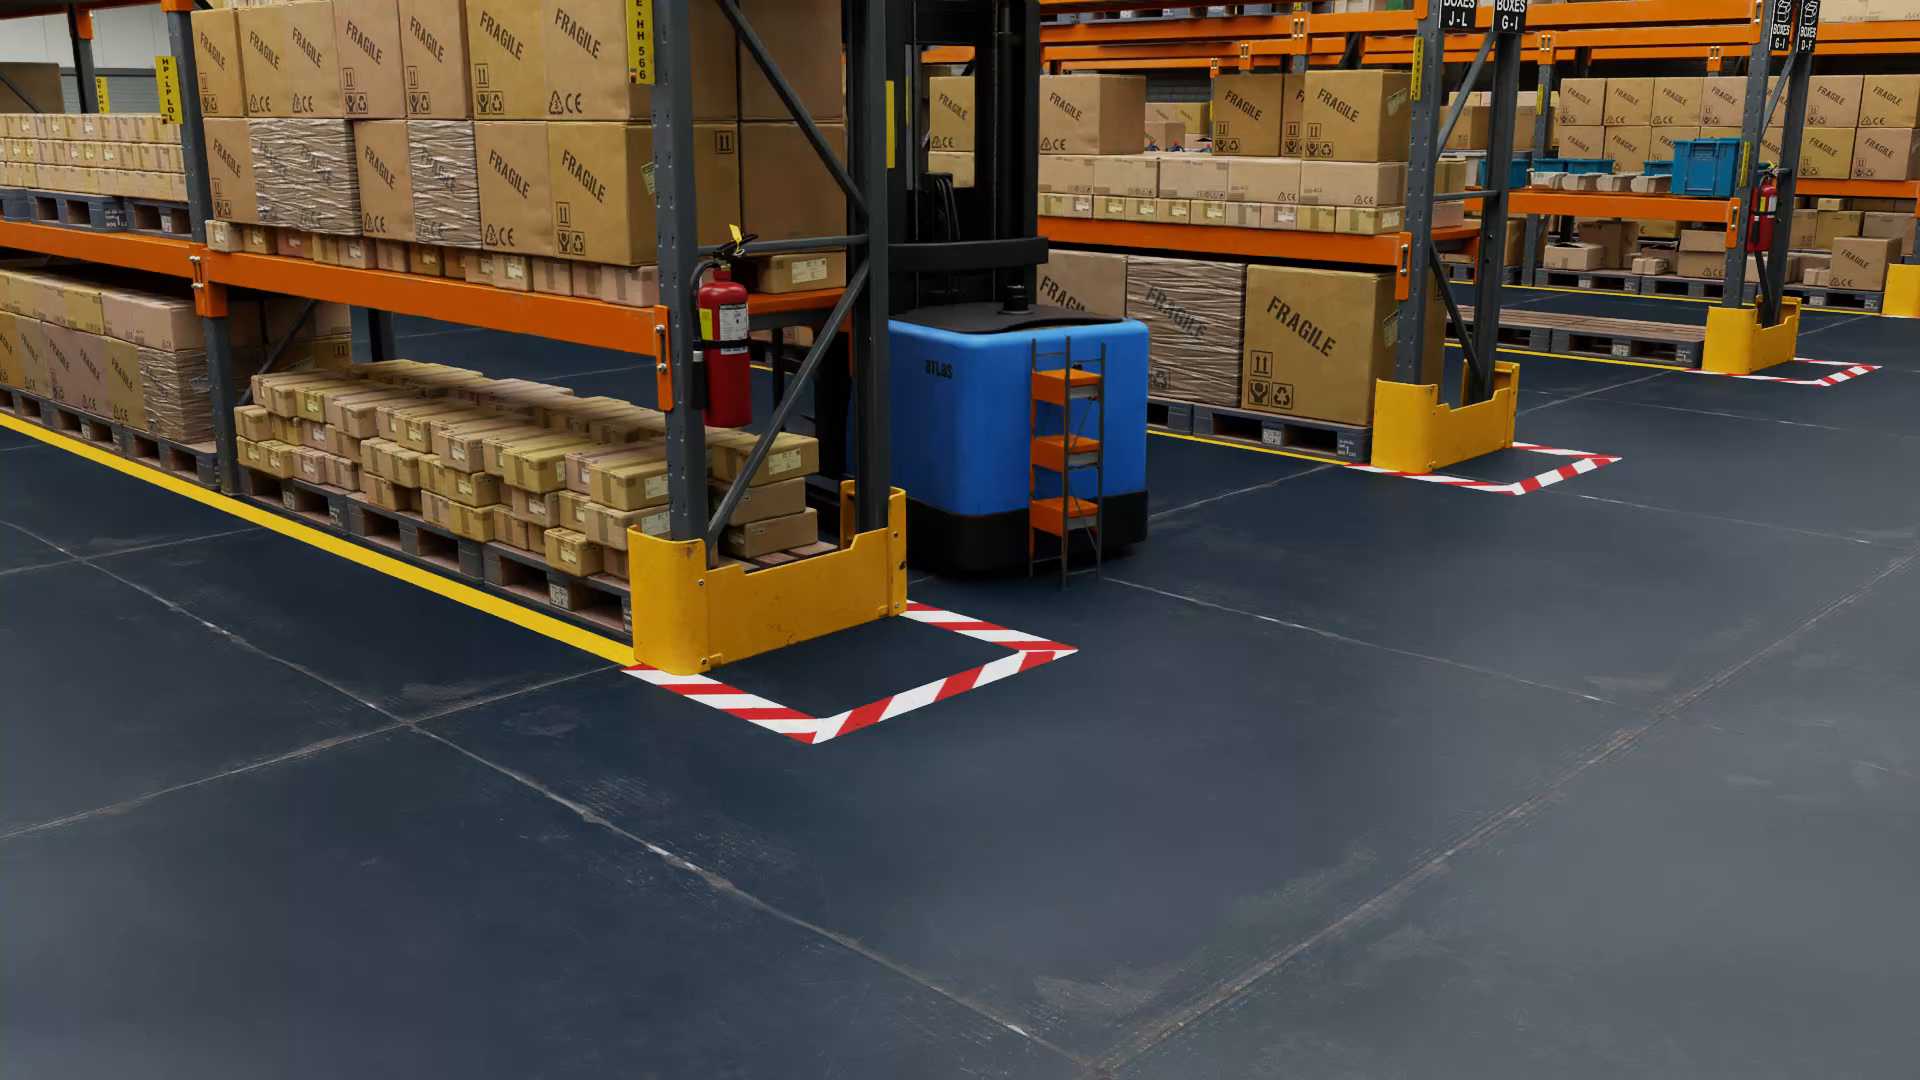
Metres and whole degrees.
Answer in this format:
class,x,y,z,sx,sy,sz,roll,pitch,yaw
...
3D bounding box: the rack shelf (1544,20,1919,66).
class,x,y,z,sx,sy,sz,roll,pitch,yaw
rack shelf,8.288,-5.207,17.446,4.000,0.370,1.077,14,20,42

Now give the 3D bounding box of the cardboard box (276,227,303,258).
class,x,y,z,sx,sy,sz,roll,pitch,yaw
cardboard box,-3.103,-1.474,8.140,0.250,0.149,0.380,13,19,40

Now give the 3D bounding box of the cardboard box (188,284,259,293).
class,x,y,z,sx,sy,sz,roll,pitch,yaw
cardboard box,-4.279,-1.400,9.995,0.500,0.250,0.500,-14,20,-43

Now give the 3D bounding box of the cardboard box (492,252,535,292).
class,x,y,z,sx,sy,sz,roll,pitch,yaw
cardboard box,-1.641,-1.090,6.664,0.380,0.149,0.250,-14,20,-43

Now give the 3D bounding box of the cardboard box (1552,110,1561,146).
class,x,y,z,sx,sy,sz,roll,pitch,yaw
cardboard box,8.684,-5.854,23.623,0.500,0.500,0.500,-14,20,-43

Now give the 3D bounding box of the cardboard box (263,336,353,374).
class,x,y,z,sx,sy,sz,roll,pitch,yaw
cardboard box,-3.894,-0.945,9.734,0.500,0.500,0.500,-14,20,-42

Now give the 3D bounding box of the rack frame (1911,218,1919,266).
class,x,y,z,sx,sy,sz,roll,pitch,yaw
rack frame,9.728,-3.754,16.390,0.127,3.000,1.000,14,20,42

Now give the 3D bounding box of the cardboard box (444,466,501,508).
class,x,y,z,sx,sy,sz,roll,pitch,yaw
cardboard box,-2.001,-0.261,7.215,0.250,0.149,0.380,14,20,43

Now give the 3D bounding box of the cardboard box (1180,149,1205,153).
class,x,y,z,sx,sy,sz,roll,pitch,yaw
cardboard box,3.130,-5.140,22.207,0.250,0.149,0.380,14,20,42

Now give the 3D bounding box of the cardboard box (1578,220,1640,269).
class,x,y,z,sx,sy,sz,roll,pitch,yaw
cardboard box,7.455,-3.409,19.151,0.500,0.500,0.500,14,20,42

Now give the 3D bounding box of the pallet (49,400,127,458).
class,x,y,z,sx,sy,sz,roll,pitch,yaw
pallet,-4.990,-0.774,10.484,1.213,0.211,1.003,14,20,42

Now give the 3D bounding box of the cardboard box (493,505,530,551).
class,x,y,z,sx,sy,sz,roll,pitch,yaw
cardboard box,-1.763,-0.081,7.115,0.250,0.149,0.380,14,20,43

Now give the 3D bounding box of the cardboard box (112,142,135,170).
class,x,y,z,sx,sy,sz,roll,pitch,yaw
cardboard box,-4.536,-2.170,9.387,0.250,0.149,0.380,13,19,40

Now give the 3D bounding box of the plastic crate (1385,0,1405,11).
class,x,y,z,sx,sy,sz,roll,pitch,yaw
plastic crate,3.922,-4.885,15.203,0.662,0.188,0.450,14,20,42

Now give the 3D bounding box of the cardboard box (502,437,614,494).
class,x,y,z,sx,sy,sz,roll,pitch,yaw
cardboard box,-1.639,-0.309,6.809,0.250,0.149,0.380,13,20,41

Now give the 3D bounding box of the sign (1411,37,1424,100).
class,x,y,z,sx,sy,sz,roll,pitch,yaw
sign,2.463,-2.535,8.947,0.005,0.325,0.100,14,20,42

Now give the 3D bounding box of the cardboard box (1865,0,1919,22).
class,x,y,z,sx,sy,sz,roll,pitch,yaw
cardboard box,9.175,-5.175,16.192,0.500,0.250,0.500,14,20,42

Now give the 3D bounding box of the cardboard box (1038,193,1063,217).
class,x,y,z,sx,sy,sz,roll,pitch,yaw
cardboard box,0.706,-2.240,11.079,0.250,0.149,0.380,13,20,41

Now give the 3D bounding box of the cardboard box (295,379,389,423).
class,x,y,z,sx,sy,sz,roll,pitch,yaw
cardboard box,-3.068,-0.693,8.285,0.250,0.149,0.380,13,20,41

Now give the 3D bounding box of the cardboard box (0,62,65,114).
class,x,y,z,sx,sy,sz,roll,pitch,yaw
cardboard box,-6.742,-3.086,11.647,0.500,0.500,0.700,14,20,42

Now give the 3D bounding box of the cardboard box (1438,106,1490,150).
class,x,y,z,sx,sy,sz,roll,pitch,yaw
cardboard box,6.124,-4.938,19.903,0.700,0.500,0.500,-11,18,-35

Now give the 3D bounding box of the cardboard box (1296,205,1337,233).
class,x,y,z,sx,sy,sz,roll,pitch,yaw
cardboard box,2.176,-1.883,9.706,0.250,0.149,0.380,14,20,43

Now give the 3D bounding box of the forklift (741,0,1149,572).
class,x,y,z,sx,sy,sz,roll,pitch,yaw
forklift,-0.359,-1.600,8.259,1.130,2.935,3.031,-9,17,-32

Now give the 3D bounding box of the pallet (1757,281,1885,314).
class,x,y,z,sx,sy,sz,roll,pitch,yaw
pallet,9.099,-2.557,17.327,1.213,0.211,1.003,14,20,42

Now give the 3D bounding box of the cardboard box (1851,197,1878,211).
class,x,y,z,sx,sy,sz,roll,pitch,yaw
cardboard box,11.723,-4.346,21.500,0.250,0.149,0.380,13,20,41

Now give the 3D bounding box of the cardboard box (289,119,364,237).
class,x,y,z,sx,sy,sz,roll,pitch,yaw
cardboard box,-2.665,-1.654,7.542,0.500,0.500,0.500,13,20,41

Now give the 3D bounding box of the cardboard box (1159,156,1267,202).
class,x,y,z,sx,sy,sz,roll,pitch,yaw
cardboard box,1.585,-2.242,10.296,0.500,0.250,0.500,13,19,40

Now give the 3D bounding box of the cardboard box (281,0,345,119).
class,x,y,z,sx,sy,sz,roll,pitch,yaw
cardboard box,-2.665,-2.145,7.444,0.500,0.500,0.500,14,20,43

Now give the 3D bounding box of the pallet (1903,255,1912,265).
class,x,y,z,sx,sy,sz,roll,pitch,yaw
pallet,12.534,-3.430,20.677,1.213,0.211,1.003,14,20,42

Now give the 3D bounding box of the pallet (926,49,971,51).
class,x,y,z,sx,sy,sz,roll,pitch,yaw
pallet,-0.417,-7.621,25.457,1.213,0.211,1.003,14,20,42

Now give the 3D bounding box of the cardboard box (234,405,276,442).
class,x,y,z,sx,sy,sz,roll,pitch,yaw
cardboard box,-3.507,-0.620,8.593,0.380,0.149,0.250,-13,20,-42

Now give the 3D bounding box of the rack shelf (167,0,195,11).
class,x,y,z,sx,sy,sz,roll,pitch,yaw
rack shelf,-2.106,-2.527,7.160,4.000,0.370,1.077,14,20,42

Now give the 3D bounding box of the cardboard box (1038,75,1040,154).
class,x,y,z,sx,sy,sz,roll,pitch,yaw
cardboard box,0.486,-2.873,11.229,0.500,0.500,0.500,14,20,42

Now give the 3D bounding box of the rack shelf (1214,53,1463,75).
class,x,y,z,sx,sy,sz,roll,pitch,yaw
rack shelf,5.965,-7.507,26.272,4.000,0.370,1.077,14,20,42

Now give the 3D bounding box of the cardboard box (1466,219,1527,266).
class,x,y,z,sx,sy,sz,roll,pitch,yaw
cardboard box,6.294,-3.491,19.468,0.500,0.500,0.500,14,20,42

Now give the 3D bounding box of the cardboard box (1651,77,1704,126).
class,x,y,z,sx,sy,sz,roll,pitch,yaw
cardboard box,7.734,-4.672,17.734,0.500,0.500,0.500,13,19,41

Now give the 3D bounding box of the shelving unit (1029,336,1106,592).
class,x,y,z,sx,sy,sz,roll,pitch,yaw
shelving unit,0.455,-0.328,7.110,0.215,1.050,0.252,-9,17,-32

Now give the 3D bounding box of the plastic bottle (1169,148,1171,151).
class,x,y,z,sx,sy,sz,roll,pitch,yaw
plastic bottle,2.167,-3.950,17.374,0.133,0.283,0.061,14,20,42

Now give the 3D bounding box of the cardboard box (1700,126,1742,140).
class,x,y,z,sx,sy,sz,roll,pitch,yaw
cardboard box,8.123,-4.098,17.512,0.500,0.500,0.500,13,20,41

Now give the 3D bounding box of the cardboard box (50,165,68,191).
class,x,y,z,sx,sy,sz,roll,pitch,yaw
cardboard box,-5.287,-2.209,10.126,0.250,0.149,0.380,14,20,43

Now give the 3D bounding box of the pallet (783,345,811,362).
class,x,y,z,sx,sy,sz,roll,pitch,yaw
pallet,-0.638,-1.428,12.995,1.213,0.211,1.003,14,20,42

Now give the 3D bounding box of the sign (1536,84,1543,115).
class,x,y,z,sx,sy,sz,roll,pitch,yaw
sign,6.466,-4.913,18.542,0.005,0.325,0.100,14,20,42

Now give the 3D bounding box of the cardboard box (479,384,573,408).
class,x,y,z,sx,sy,sz,roll,pitch,yaw
cardboard box,-2.119,-0.655,8.140,0.250,0.149,0.380,13,19,40

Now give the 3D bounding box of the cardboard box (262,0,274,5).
class,x,y,z,sx,sy,sz,roll,pitch,yaw
cardboard box,-7.506,-5.969,18.450,0.250,0.149,0.380,13,20,42

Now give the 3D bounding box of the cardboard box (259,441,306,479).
class,x,y,z,sx,sy,sz,roll,pitch,yaw
cardboard box,-3.315,-0.429,8.450,0.380,0.149,0.250,-14,20,-43

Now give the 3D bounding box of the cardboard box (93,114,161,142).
class,x,y,z,sx,sy,sz,roll,pitch,yaw
cardboard box,-4.713,-2.360,9.527,0.250,0.149,0.380,13,19,40

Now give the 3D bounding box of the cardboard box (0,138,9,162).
class,x,y,z,sx,sy,sz,roll,pitch,yaw
cardboard box,-6.020,-2.531,10.773,0.380,0.149,0.250,-13,20,-42

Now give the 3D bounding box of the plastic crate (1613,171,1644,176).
class,x,y,z,sx,sy,sz,roll,pitch,yaw
plastic crate,5.676,-3.050,14.091,0.298,0.136,0.250,14,20,42

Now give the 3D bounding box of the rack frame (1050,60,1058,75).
class,x,y,z,sx,sy,sz,roll,pitch,yaw
rack frame,1.089,-5.854,24.450,0.127,3.000,1.000,14,20,42

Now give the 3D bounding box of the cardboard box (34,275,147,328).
class,x,y,z,sx,sy,sz,roll,pitch,yaw
cardboard box,-5.384,-1.488,10.331,0.500,0.250,0.500,14,20,43
